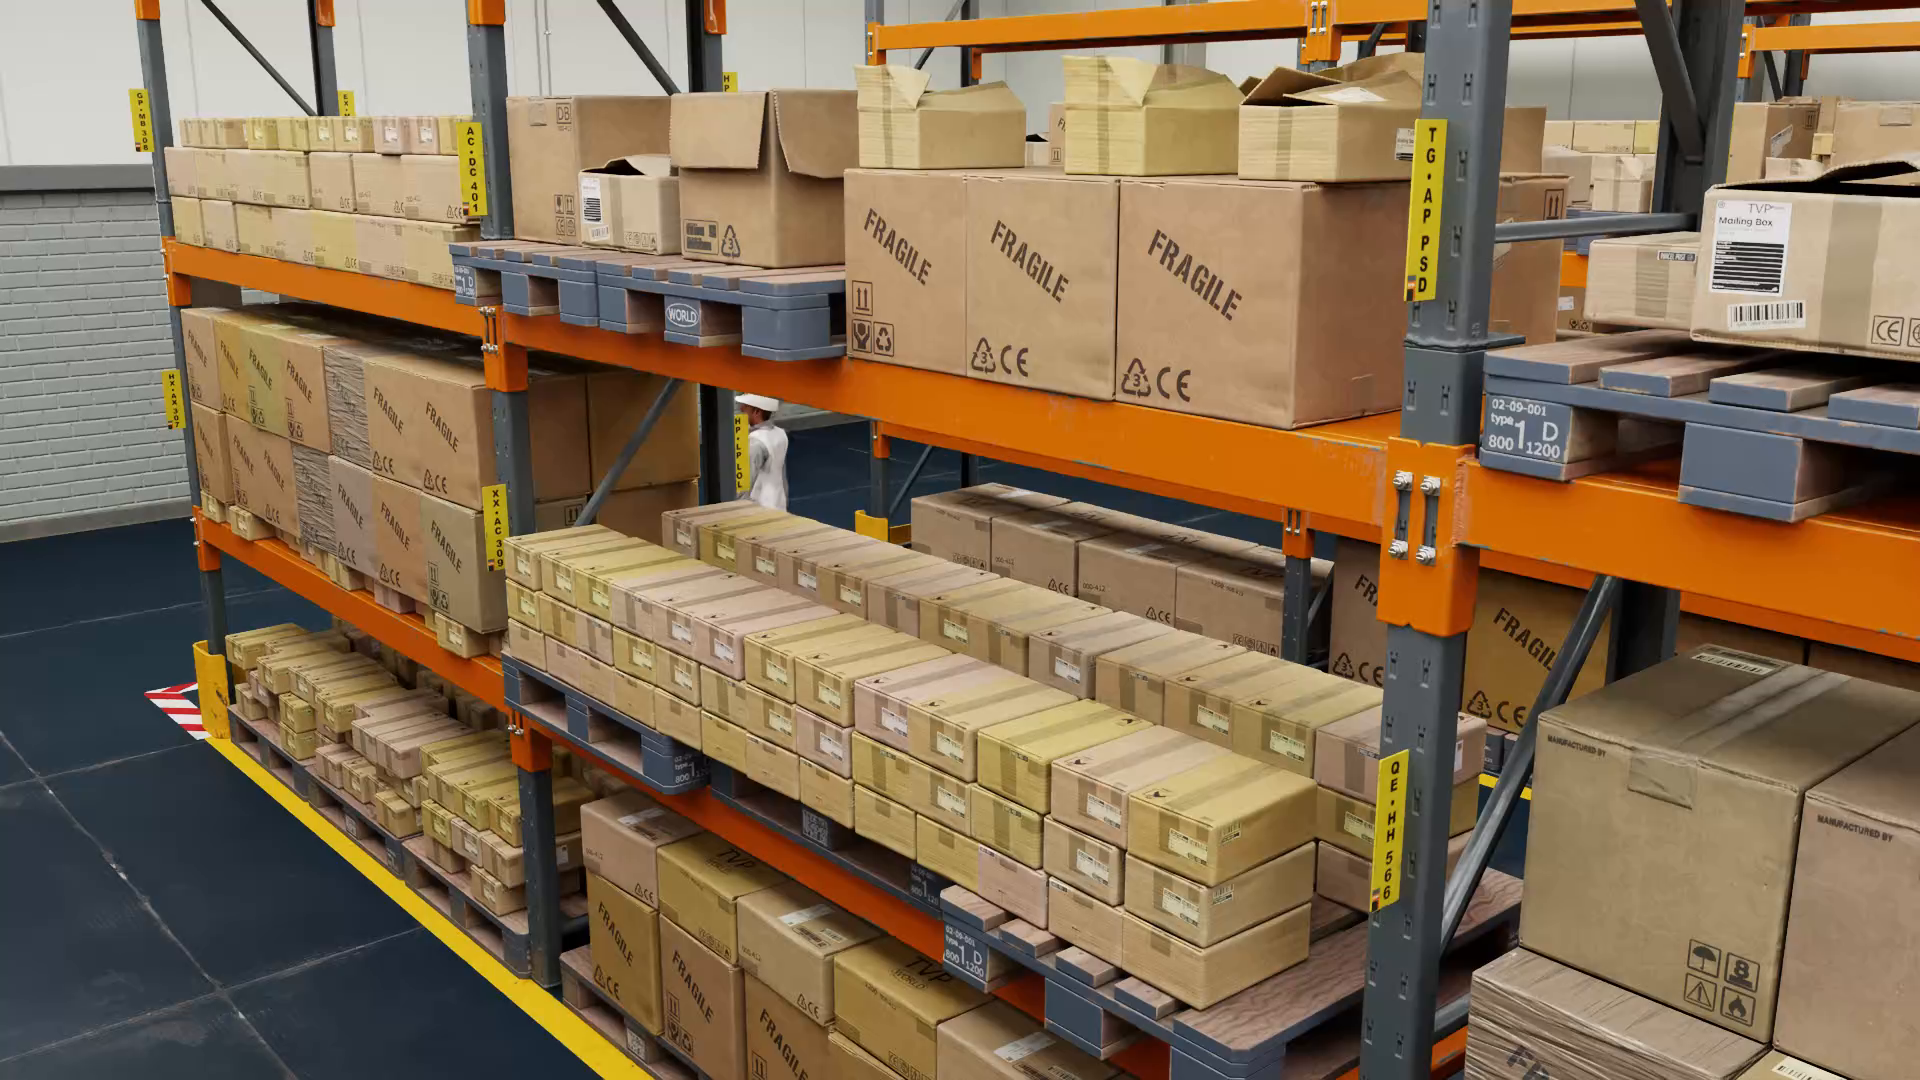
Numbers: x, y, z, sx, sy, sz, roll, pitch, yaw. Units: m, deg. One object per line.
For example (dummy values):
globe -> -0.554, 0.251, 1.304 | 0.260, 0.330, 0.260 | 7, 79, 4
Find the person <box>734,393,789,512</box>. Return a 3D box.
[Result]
person -> -1.383, -0.142, 11.007 | 0.524, 1.814, 0.576 | 3, 14, 12
